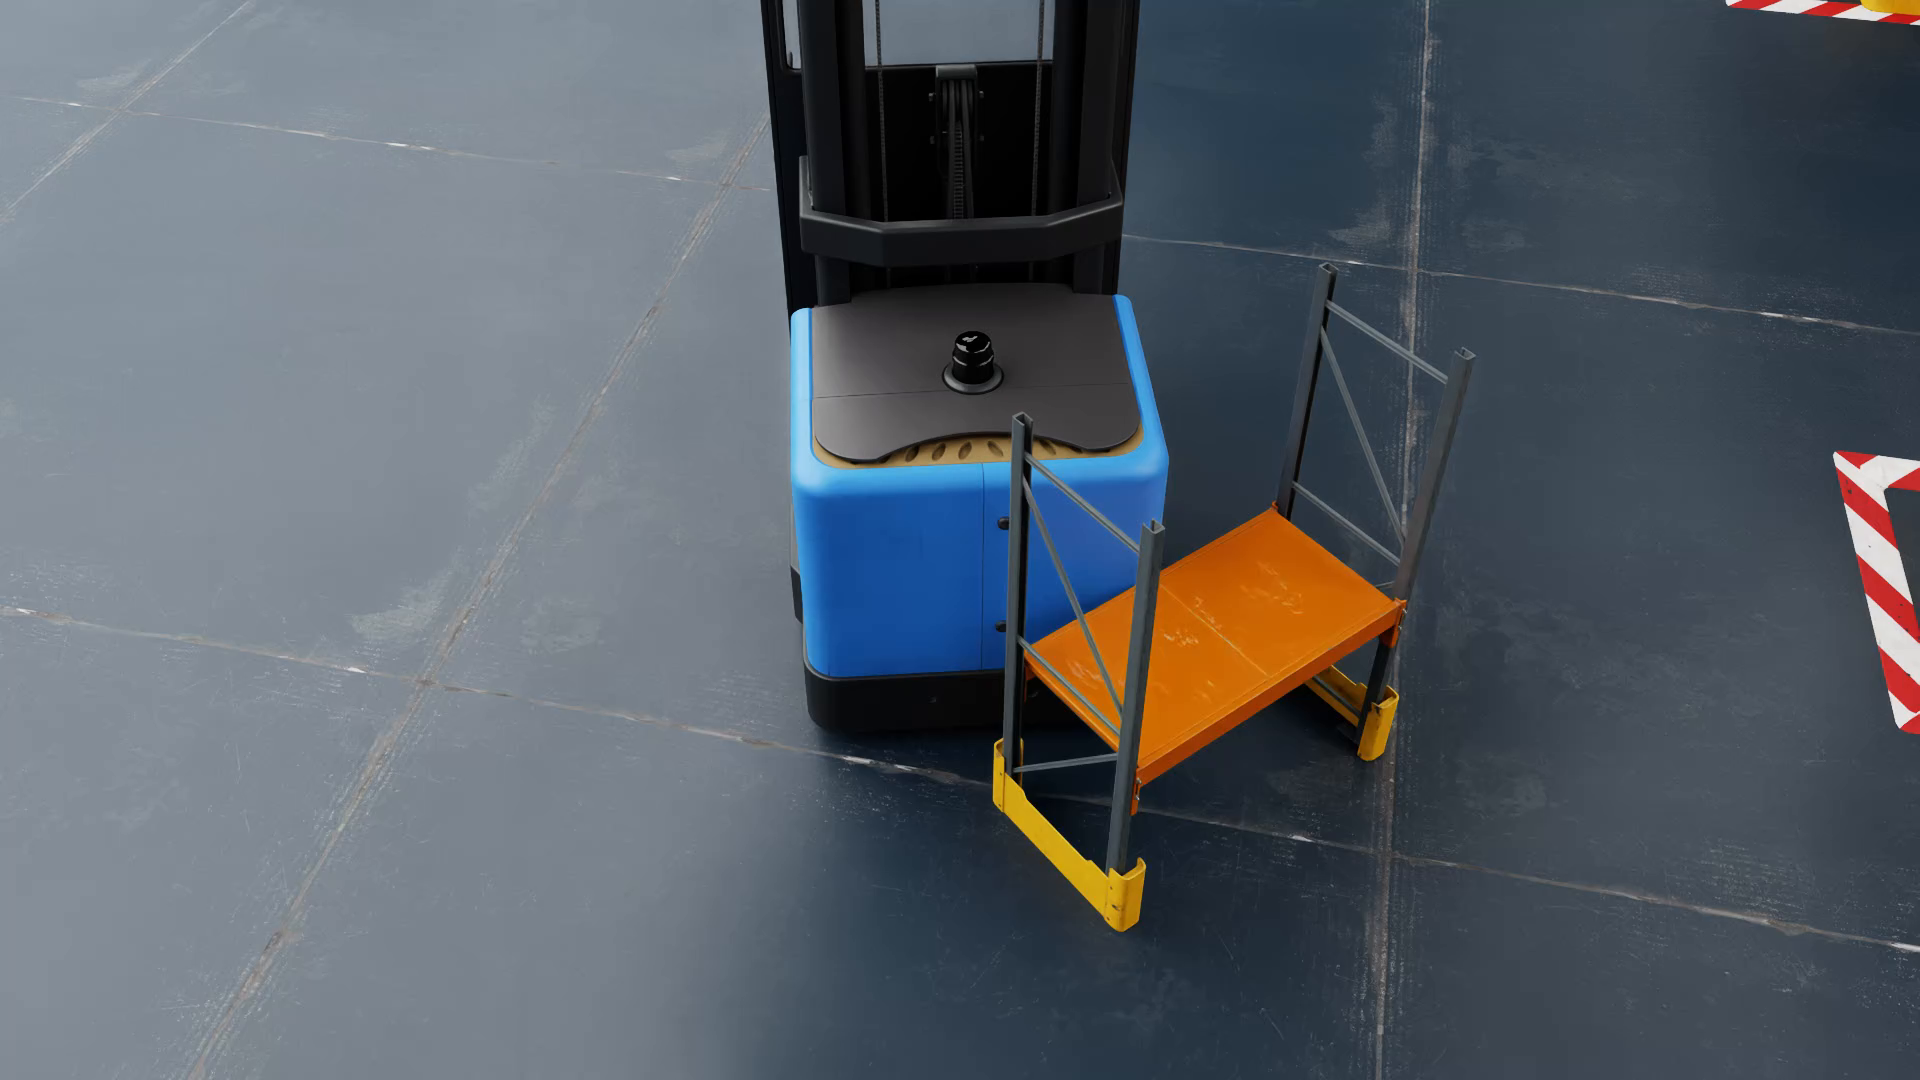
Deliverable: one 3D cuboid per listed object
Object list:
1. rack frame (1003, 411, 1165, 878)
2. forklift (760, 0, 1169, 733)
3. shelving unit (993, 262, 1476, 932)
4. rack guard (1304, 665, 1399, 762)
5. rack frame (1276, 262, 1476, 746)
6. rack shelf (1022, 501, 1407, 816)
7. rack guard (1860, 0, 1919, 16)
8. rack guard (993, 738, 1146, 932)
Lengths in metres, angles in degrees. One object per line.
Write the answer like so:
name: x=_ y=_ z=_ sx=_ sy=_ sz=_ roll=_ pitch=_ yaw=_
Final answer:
rack frame: x=0.284 y=0.383 z=4.271 sx=0.032 sy=1.500 sz=0.500 roll=-28 pitch=50 yaw=-26
forklift: x=-0.045 y=-1.487 z=5.182 sx=1.130 sy=2.935 sz=3.031 roll=-3 pitch=44 yaw=-3
shelving unit: x=0.697 y=0.167 z=4.495 sx=1.083 sy=1.500 sz=0.587 roll=-28 pitch=50 yaw=-26
rack guard: x=1.094 y=0.409 z=5.145 sx=0.087 sy=0.250 sz=0.587 roll=-28 pitch=50 yaw=-26
rack frame: x=1.096 y=-0.042 z=4.712 sx=0.032 sy=1.500 sz=0.500 roll=-28 pitch=50 yaw=-26
rack shelf: x=0.690 y=0.300 z=4.616 sx=1.000 sy=0.185 sz=0.538 roll=-28 pitch=50 yaw=-26
rack guard: x=4.969 y=-3.284 z=8.802 sx=0.348 sy=0.500 sz=1.175 roll=9 pitch=45 yaw=9
rack guard: x=0.299 y=0.825 z=4.713 sx=0.087 sy=0.250 sz=0.587 roll=-28 pitch=50 yaw=-26
